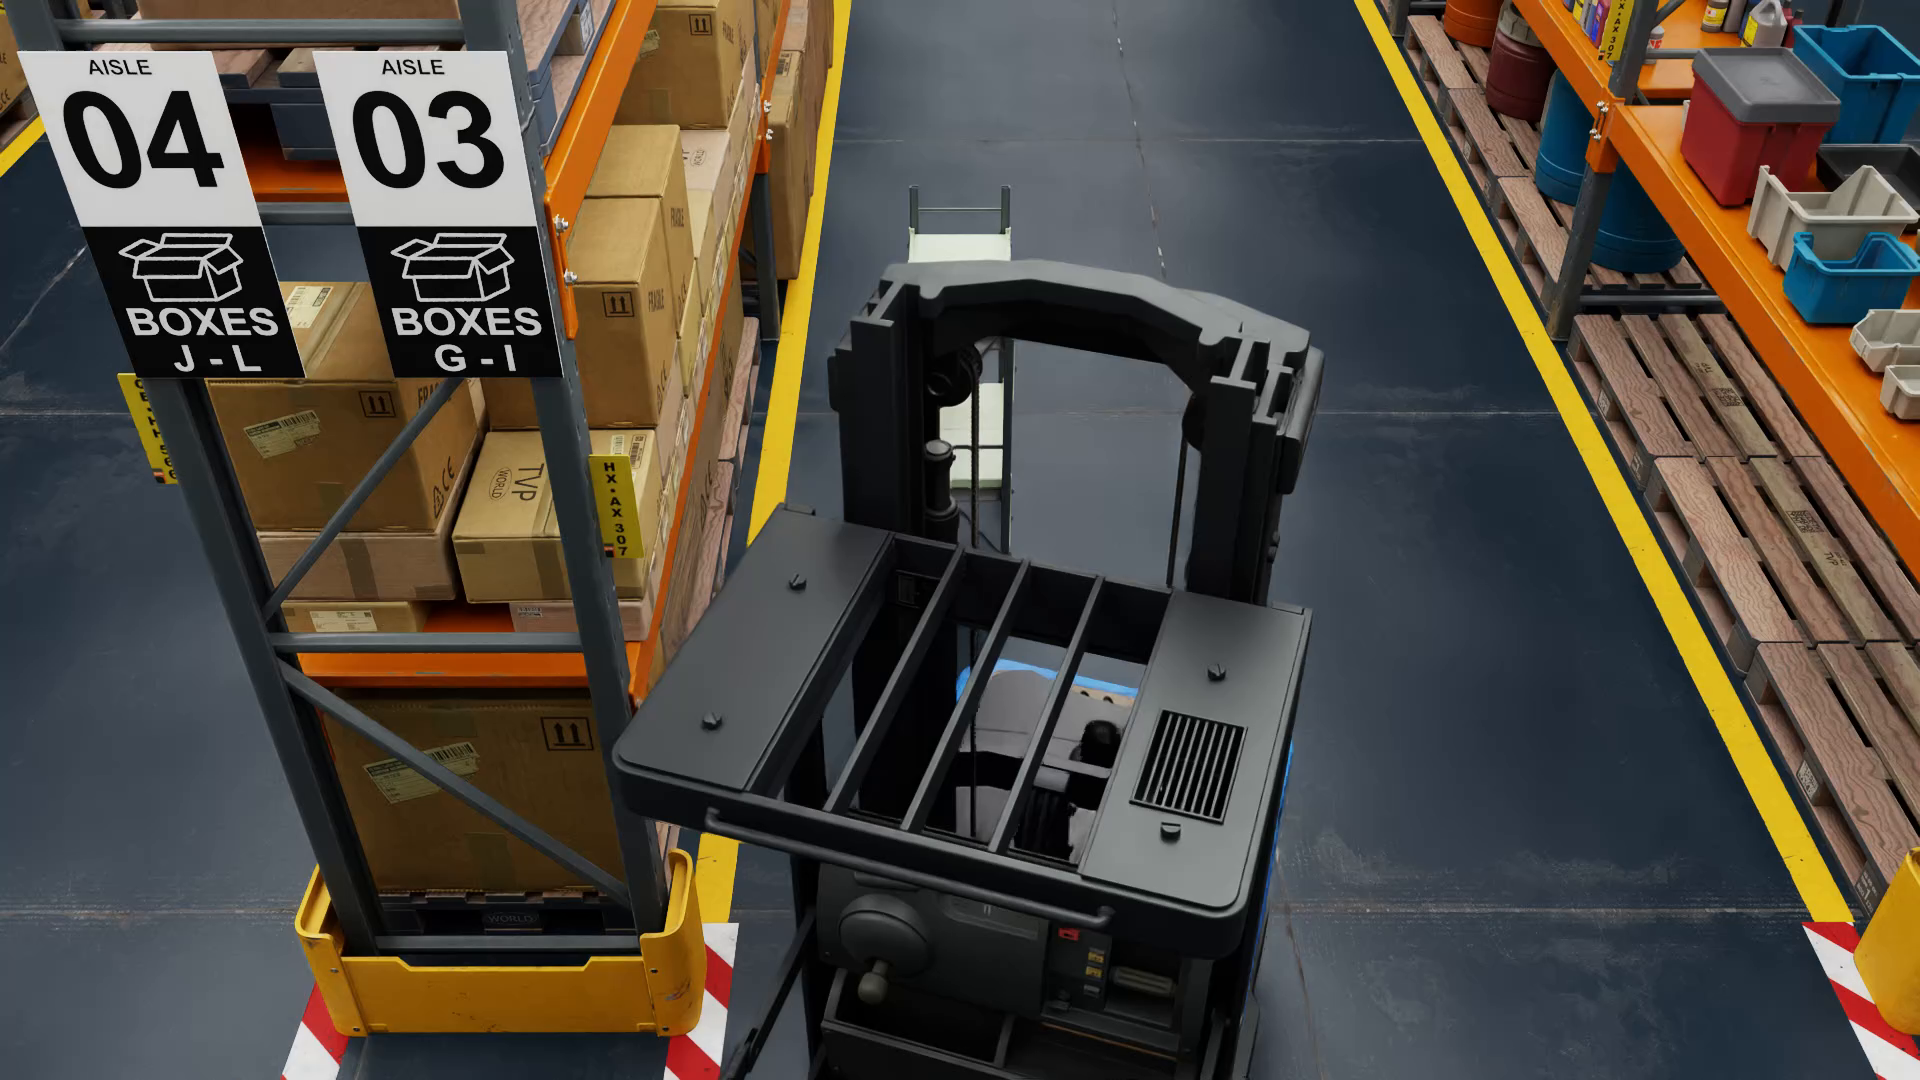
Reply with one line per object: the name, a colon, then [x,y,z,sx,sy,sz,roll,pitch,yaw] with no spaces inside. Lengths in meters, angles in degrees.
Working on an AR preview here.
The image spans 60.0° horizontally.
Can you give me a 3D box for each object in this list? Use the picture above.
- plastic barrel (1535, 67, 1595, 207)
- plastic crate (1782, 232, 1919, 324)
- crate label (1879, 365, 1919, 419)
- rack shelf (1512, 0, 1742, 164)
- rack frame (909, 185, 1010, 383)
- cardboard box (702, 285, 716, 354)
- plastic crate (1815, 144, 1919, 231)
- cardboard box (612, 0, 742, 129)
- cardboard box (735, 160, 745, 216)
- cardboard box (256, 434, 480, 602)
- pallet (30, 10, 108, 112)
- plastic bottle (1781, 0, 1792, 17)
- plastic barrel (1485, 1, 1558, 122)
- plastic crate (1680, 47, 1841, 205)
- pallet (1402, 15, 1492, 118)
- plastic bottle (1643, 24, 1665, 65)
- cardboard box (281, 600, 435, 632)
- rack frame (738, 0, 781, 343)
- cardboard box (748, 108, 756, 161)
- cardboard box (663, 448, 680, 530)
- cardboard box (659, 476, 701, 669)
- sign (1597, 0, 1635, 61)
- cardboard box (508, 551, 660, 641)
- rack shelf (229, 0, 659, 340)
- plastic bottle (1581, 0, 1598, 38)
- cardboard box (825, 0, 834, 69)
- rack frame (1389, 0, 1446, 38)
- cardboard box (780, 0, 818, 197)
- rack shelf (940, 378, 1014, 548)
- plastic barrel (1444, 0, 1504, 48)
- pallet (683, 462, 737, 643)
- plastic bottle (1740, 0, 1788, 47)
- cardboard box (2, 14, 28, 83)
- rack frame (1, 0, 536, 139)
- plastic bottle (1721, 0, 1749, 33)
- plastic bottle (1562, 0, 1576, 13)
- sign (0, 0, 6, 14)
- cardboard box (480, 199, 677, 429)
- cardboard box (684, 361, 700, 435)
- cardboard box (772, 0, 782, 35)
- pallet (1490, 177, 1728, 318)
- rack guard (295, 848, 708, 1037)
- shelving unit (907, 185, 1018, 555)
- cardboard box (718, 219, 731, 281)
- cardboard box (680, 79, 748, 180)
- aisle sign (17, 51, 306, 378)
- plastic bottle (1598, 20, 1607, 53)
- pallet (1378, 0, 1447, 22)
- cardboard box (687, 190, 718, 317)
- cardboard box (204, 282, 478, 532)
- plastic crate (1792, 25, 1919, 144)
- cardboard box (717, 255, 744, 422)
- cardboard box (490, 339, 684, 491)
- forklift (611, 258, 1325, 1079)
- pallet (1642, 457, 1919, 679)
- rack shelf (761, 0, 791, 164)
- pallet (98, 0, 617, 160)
plastic barrel: [3.543,-2.349,9.125,0.600,0.901,0.708,0,39,0]
plastic crate: [3.274,-0.962,6.138,0.416,0.233,0.300,0,39,0]
crate label: [3.340,-0.506,5.645,0.396,0.136,0.243,0,39,0]
rack shelf: [3.526,-3.191,9.409,1.077,0.370,4.000,0,39,0]
rack frame: [0.000,-0.818,7.072,0.400,1.500,0.023,0,39,0]
cardboard box: [-1.094,-0.803,6.054,0.380,0.149,0.250,-1,39,-1]
plastic crate: [3.798,-1.438,6.817,0.437,0.125,0.590,0,39,0]
cardboard box: [-1.161,-1.967,6.589,0.500,0.500,0.500,0,39,0]
cardboard box: [-1.096,-1.447,6.858,0.380,0.149,0.250,1,39,1]
cardboard box: [-1.686,-0.077,4.829,0.500,0.250,0.500,-1,39,-1]
pallet: [-6.390,-3.202,11.077,1.003,0.211,1.213,0,39,0]
plastic bottle: [3.954,-2.489,8.050,0.061,0.283,0.133,0,39,0]
plastic barrel: [3.542,-2.934,10.104,0.600,0.588,0.708,0,39,0]
plastic crate: [3.278,-1.711,6.888,0.402,0.464,0.583,0,39,0]
pallet: [3.566,-3.142,11.002,1.003,0.211,1.213,0,39,0]
plastic bottle: [3.329,-2.402,8.007,0.097,0.201,0.097,0,39,0]
cardboard box: [-1.750,0.159,4.854,0.380,0.149,0.250,1,39,1]
rack frame: [-1.425,-2.218,7.619,1.000,3.000,0.127,0,39,0]
cardboard box: [-1.097,-1.768,7.258,0.380,0.149,0.250,1,39,1]
cardboard box: [-1.093,-0.161,5.253,0.380,0.149,0.250,-1,39,-1]
cardboard box: [-1.502,-0.020,6.240,0.875,0.875,0.875,0,39,0]
sign: [2.978,-2.330,7.538,0.100,0.325,0.005,0,39,0]
cardboard box: [-1.091,0.159,4.853,0.380,0.149,0.250,0,39,0]
rack shelf: [-1.423,-1.857,5.345,1.077,0.370,4.000,0,39,0]
plastic bottle: [3.204,-2.648,8.254,0.152,0.276,0.135,0,39,0]
cardboard box: [-1.450,-3.622,10.735,1.225,0.875,0.875,-2,39,-2]
rack frame: [3.523,-4.723,10.745,1.000,3.000,0.127,0,39,0]
cardboard box: [-1.448,-2.512,9.349,1.225,0.875,0.875,-1,39,-2]
rack shelf: [0.000,-0.335,6.990,0.431,0.370,0.720,0,39,0]
plastic barrel: [3.541,-3.734,10.910,0.600,0.830,0.708,0,39,0]
pallet: [-1.498,0.111,6.943,1.003,0.211,1.213,0,39,0]
plastic bottle: [3.851,-2.448,7.945,0.144,0.351,0.185,0,39,0]
cardboard box: [-6.131,-3.231,10.547,0.500,0.500,0.500,1,39,2]
rack frame: [-1.421,-2.057,2.621,1.000,3.000,0.127,0,39,0]
plastic bottle: [3.908,-2.692,8.309,0.152,0.276,0.135,0,39,0]
plastic bottle: [3.199,-2.892,8.500,0.144,0.351,0.185,0,39,0]
sign: [-1.963,-1.210,3.318,0.100,0.325,0.005,0,39,0]
cardboard box: [-1.152,-0.680,4.982,0.500,0.500,0.500,-1,39,-1]
cardboard box: [-1.094,-0.483,5.655,0.380,0.149,0.250,-1,39,-1]
cardboard box: [-1.177,-2.859,8.339,0.500,0.500,0.500,0,39,0]
pallet: [3.569,-1.616,9.098,1.003,0.211,1.213,0,39,0]
rack guard: [-1.420,1.274,5.260,1.175,0.500,0.348,0,39,0]
shelving unit: [0.000,-0.589,6.786,0.431,1.500,0.755,0,39,0]
cardboard box: [-1.095,-1.126,6.457,0.380,0.149,0.250,-1,39,-1]
cardboard box: [-1.159,-1.676,6.825,0.500,0.250,0.500,1,39,1]
aisle sign: [-1.720,-0.686,3.628,0.394,0.787,0.004,0,39,0]
plastic bottle: [3.177,-2.463,8.083,0.097,0.201,0.097,0,39,0]
pallet: [3.561,-4.119,12.221,1.003,0.211,1.213,0,39,0]
cardboard box: [-1.161,-1.040,6.031,0.500,0.250,0.500,-1,39,-1]
cardboard box: [-1.684,-0.371,4.597,0.500,0.500,0.500,0,39,1]
plastic crate: [3.869,-1.947,7.246,0.392,0.384,0.575,0,39,0]
cardboard box: [-1.504,-1.140,7.637,0.875,0.875,0.875,0,39,0]
cardboard box: [-1.158,-0.399,5.232,0.500,0.250,0.500,0,39,-1]
forklift: [0.053,1.008,3.649,1.130,2.935,3.031,11,40,14]
pallet: [3.572,0.091,6.967,1.003,0.211,1.213,0,39,0]
rack shelf: [-1.427,-3.188,9.405,1.077,0.370,4.000,0,39,0]
pallet: [-1.432,-1.316,4.166,1.003,0.211,1.213,0,39,0]
